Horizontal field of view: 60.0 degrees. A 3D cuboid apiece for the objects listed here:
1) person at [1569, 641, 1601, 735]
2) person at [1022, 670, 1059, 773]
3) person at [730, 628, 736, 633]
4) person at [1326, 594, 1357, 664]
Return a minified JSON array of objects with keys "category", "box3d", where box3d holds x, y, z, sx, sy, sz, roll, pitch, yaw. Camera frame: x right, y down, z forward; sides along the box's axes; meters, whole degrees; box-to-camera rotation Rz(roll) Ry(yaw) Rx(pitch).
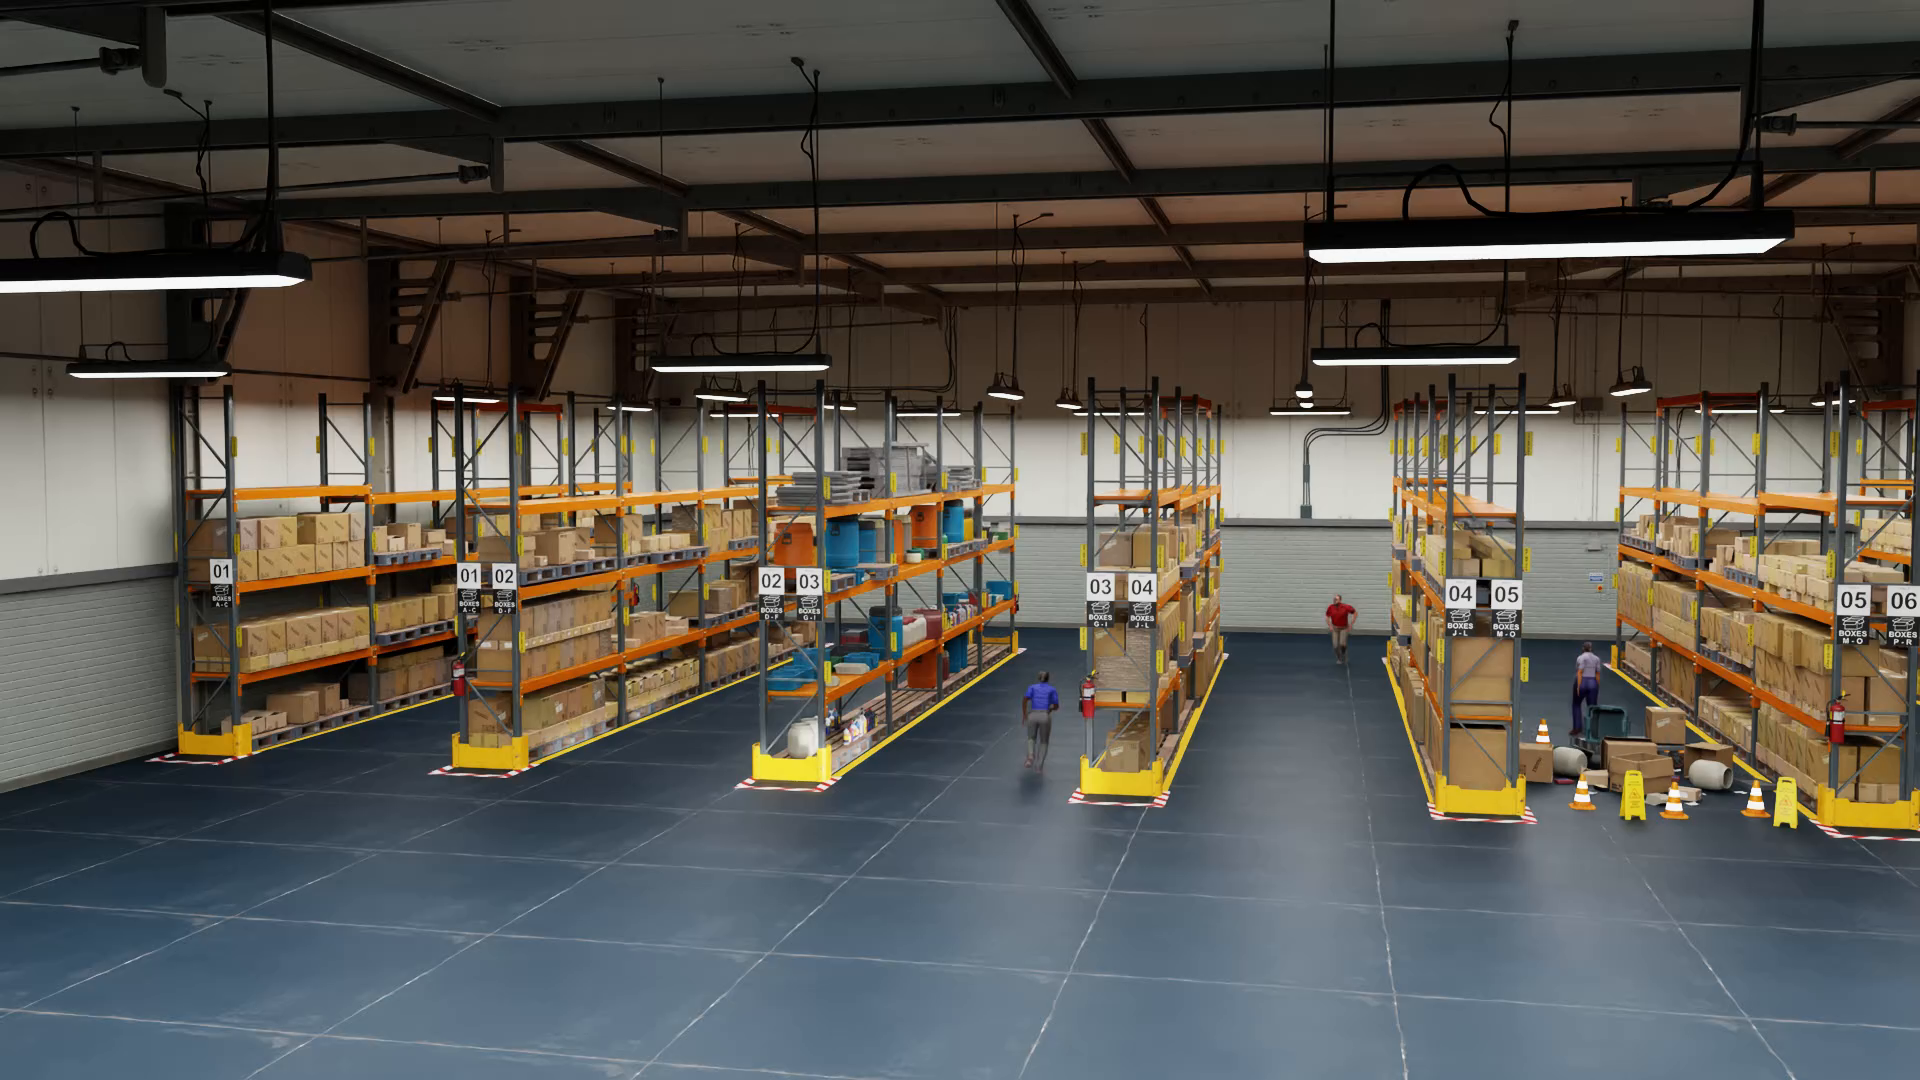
[{"category":"person","box3d":[10.871,2.600,28.826,0.496,1.695,0.606,0,3,6]},{"category":"person","box3d":[1.245,2.798,25.789,0.553,1.535,0.719,1,3,14]},{"category":"person","box3d":[-6.184,1.707,44.135,0.862,1.628,0.445,2,4,26]},{"category":"person","box3d":[8.757,2.053,38.163,0.715,1.637,0.715,1,3,24]}]
